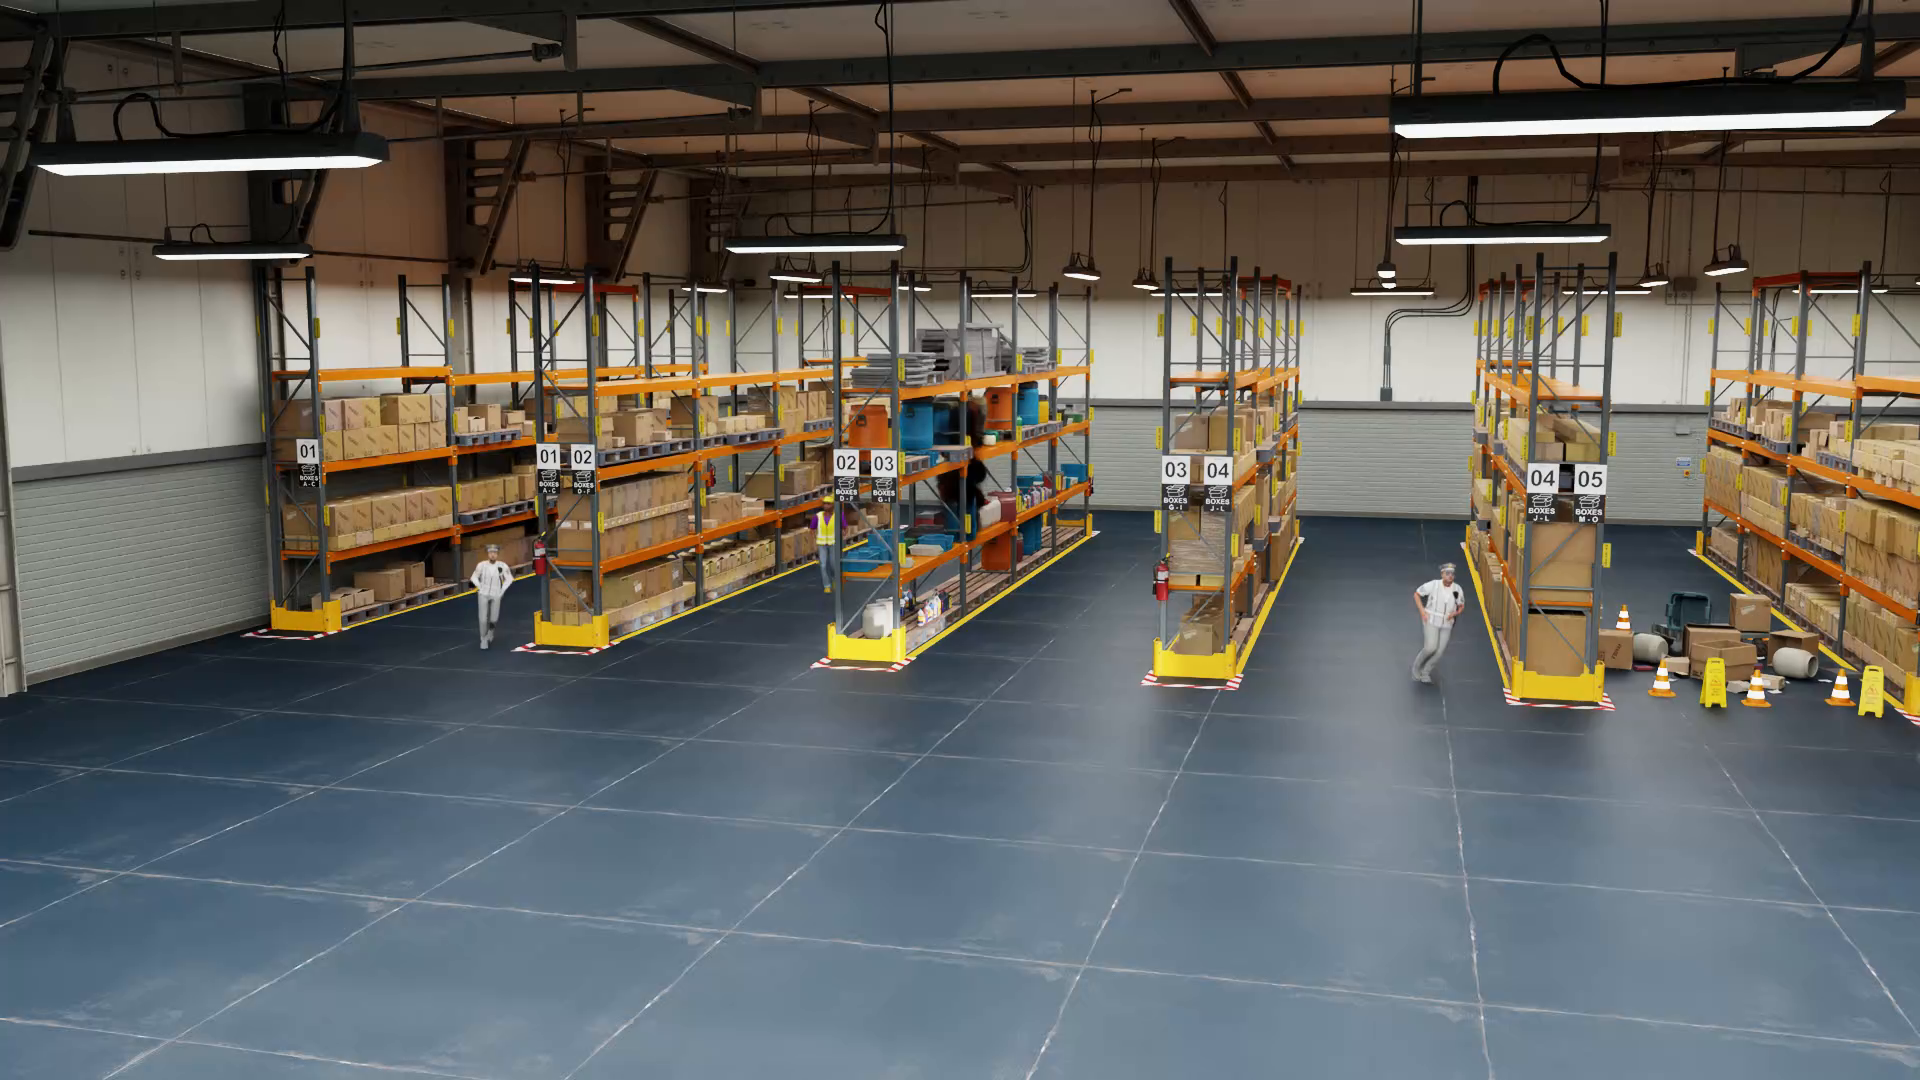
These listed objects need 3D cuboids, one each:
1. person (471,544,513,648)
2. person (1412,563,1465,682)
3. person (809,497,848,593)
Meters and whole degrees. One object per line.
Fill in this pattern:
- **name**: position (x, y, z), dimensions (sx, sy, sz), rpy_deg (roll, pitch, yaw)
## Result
- **person**: position (-7.373, 0.879, 26.195), dimensions (0.637, 1.650, 0.577), rpy_deg (-2, 7, -12)
- **person**: position (6.787, 1.168, 23.499), dimensions (0.673, 1.723, 0.598), rpy_deg (-1, 7, -4)
- **person**: position (-2.360, 0.089, 29.730), dimensions (0.696, 1.735, 0.557), rpy_deg (0, 7, 4)
